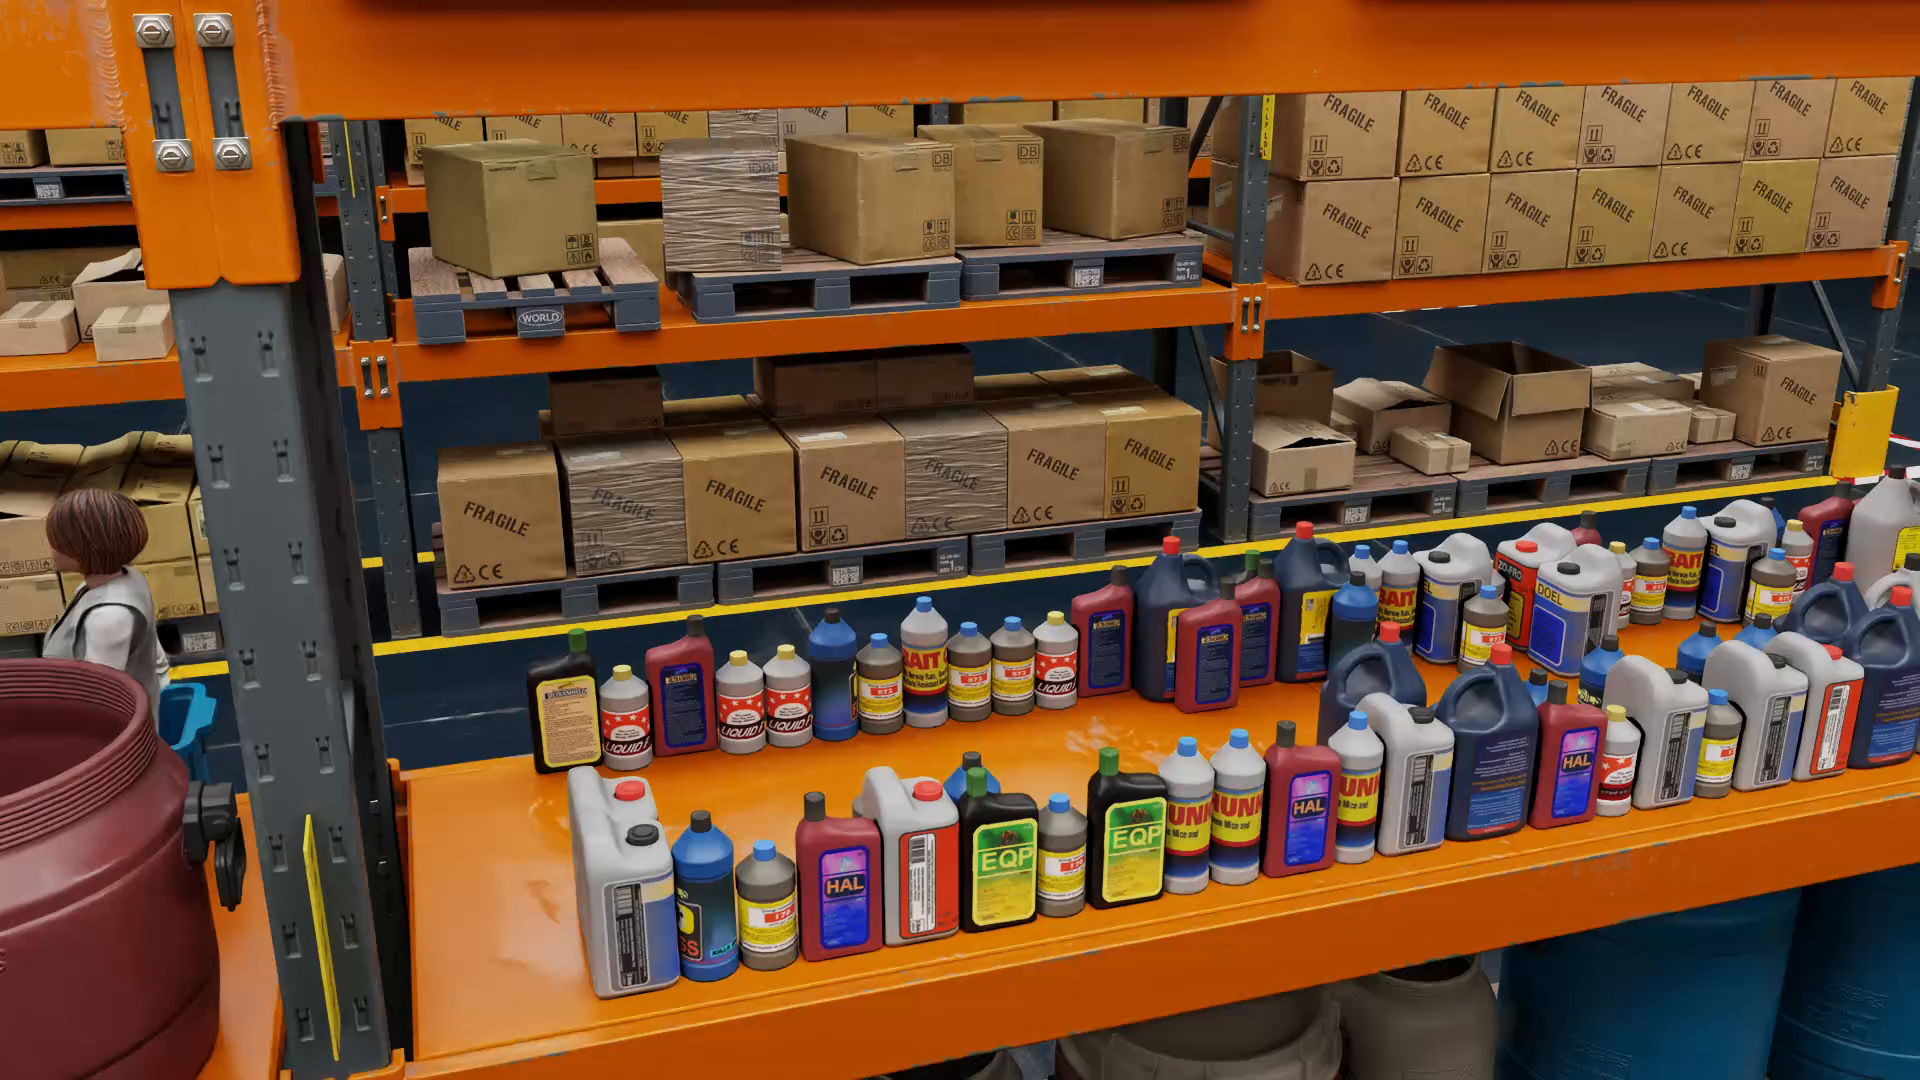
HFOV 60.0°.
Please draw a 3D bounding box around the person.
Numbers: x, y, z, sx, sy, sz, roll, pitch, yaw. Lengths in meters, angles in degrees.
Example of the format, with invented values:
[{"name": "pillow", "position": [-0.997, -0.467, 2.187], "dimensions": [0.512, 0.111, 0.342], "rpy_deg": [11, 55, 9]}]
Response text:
[{"name": "person", "position": [-2.220, 0.610, 4.340], "dimensions": [0.949, 1.537, 0.409], "rpy_deg": [-11, 22, -29]}]
